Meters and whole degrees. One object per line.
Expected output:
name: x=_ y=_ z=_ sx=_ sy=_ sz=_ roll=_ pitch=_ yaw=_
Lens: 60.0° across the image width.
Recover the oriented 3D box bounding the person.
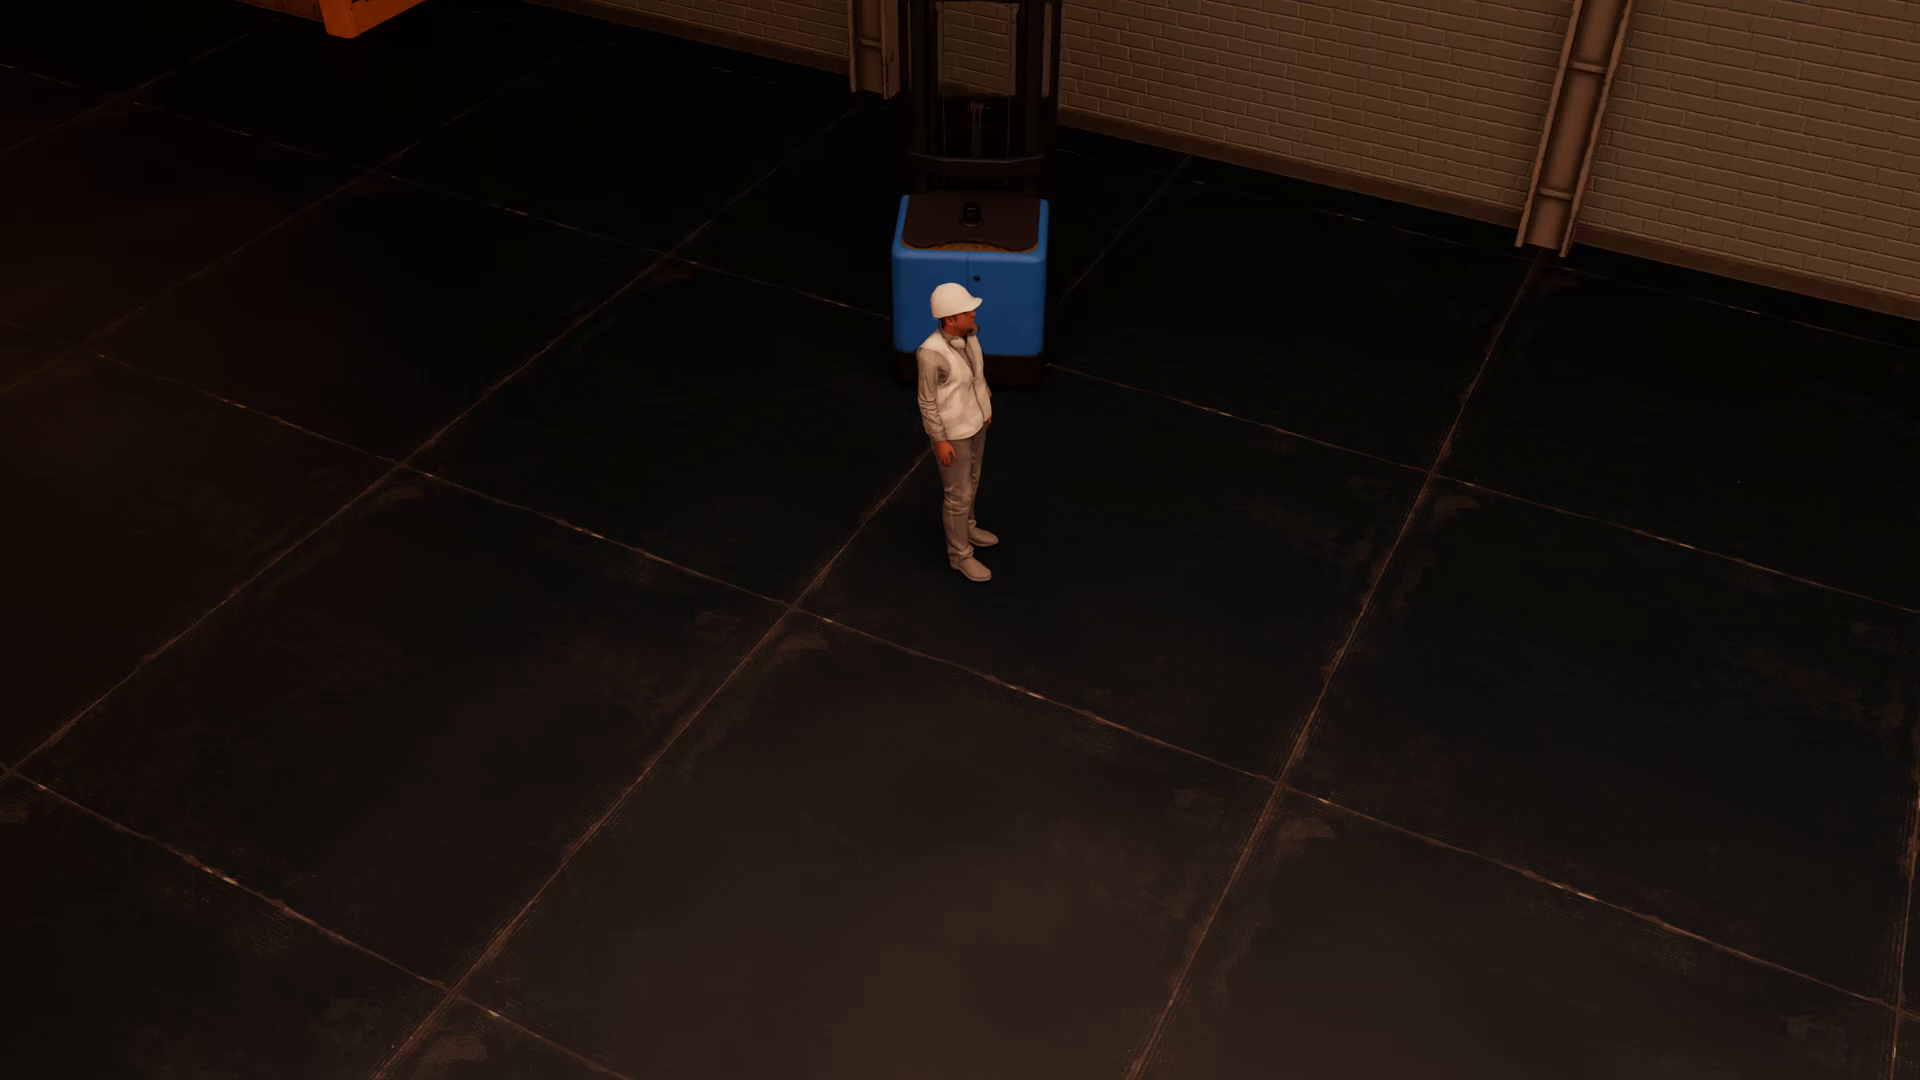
person: x=0.053 y=-0.661 z=9.659 sx=0.566 sy=1.775 sz=0.634 roll=18 pitch=43 yaw=21

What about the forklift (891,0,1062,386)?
forklift: x=0.148 y=-3.112 z=11.682 sx=1.130 sy=2.935 sz=3.031 roll=2 pitch=40 yaw=3
